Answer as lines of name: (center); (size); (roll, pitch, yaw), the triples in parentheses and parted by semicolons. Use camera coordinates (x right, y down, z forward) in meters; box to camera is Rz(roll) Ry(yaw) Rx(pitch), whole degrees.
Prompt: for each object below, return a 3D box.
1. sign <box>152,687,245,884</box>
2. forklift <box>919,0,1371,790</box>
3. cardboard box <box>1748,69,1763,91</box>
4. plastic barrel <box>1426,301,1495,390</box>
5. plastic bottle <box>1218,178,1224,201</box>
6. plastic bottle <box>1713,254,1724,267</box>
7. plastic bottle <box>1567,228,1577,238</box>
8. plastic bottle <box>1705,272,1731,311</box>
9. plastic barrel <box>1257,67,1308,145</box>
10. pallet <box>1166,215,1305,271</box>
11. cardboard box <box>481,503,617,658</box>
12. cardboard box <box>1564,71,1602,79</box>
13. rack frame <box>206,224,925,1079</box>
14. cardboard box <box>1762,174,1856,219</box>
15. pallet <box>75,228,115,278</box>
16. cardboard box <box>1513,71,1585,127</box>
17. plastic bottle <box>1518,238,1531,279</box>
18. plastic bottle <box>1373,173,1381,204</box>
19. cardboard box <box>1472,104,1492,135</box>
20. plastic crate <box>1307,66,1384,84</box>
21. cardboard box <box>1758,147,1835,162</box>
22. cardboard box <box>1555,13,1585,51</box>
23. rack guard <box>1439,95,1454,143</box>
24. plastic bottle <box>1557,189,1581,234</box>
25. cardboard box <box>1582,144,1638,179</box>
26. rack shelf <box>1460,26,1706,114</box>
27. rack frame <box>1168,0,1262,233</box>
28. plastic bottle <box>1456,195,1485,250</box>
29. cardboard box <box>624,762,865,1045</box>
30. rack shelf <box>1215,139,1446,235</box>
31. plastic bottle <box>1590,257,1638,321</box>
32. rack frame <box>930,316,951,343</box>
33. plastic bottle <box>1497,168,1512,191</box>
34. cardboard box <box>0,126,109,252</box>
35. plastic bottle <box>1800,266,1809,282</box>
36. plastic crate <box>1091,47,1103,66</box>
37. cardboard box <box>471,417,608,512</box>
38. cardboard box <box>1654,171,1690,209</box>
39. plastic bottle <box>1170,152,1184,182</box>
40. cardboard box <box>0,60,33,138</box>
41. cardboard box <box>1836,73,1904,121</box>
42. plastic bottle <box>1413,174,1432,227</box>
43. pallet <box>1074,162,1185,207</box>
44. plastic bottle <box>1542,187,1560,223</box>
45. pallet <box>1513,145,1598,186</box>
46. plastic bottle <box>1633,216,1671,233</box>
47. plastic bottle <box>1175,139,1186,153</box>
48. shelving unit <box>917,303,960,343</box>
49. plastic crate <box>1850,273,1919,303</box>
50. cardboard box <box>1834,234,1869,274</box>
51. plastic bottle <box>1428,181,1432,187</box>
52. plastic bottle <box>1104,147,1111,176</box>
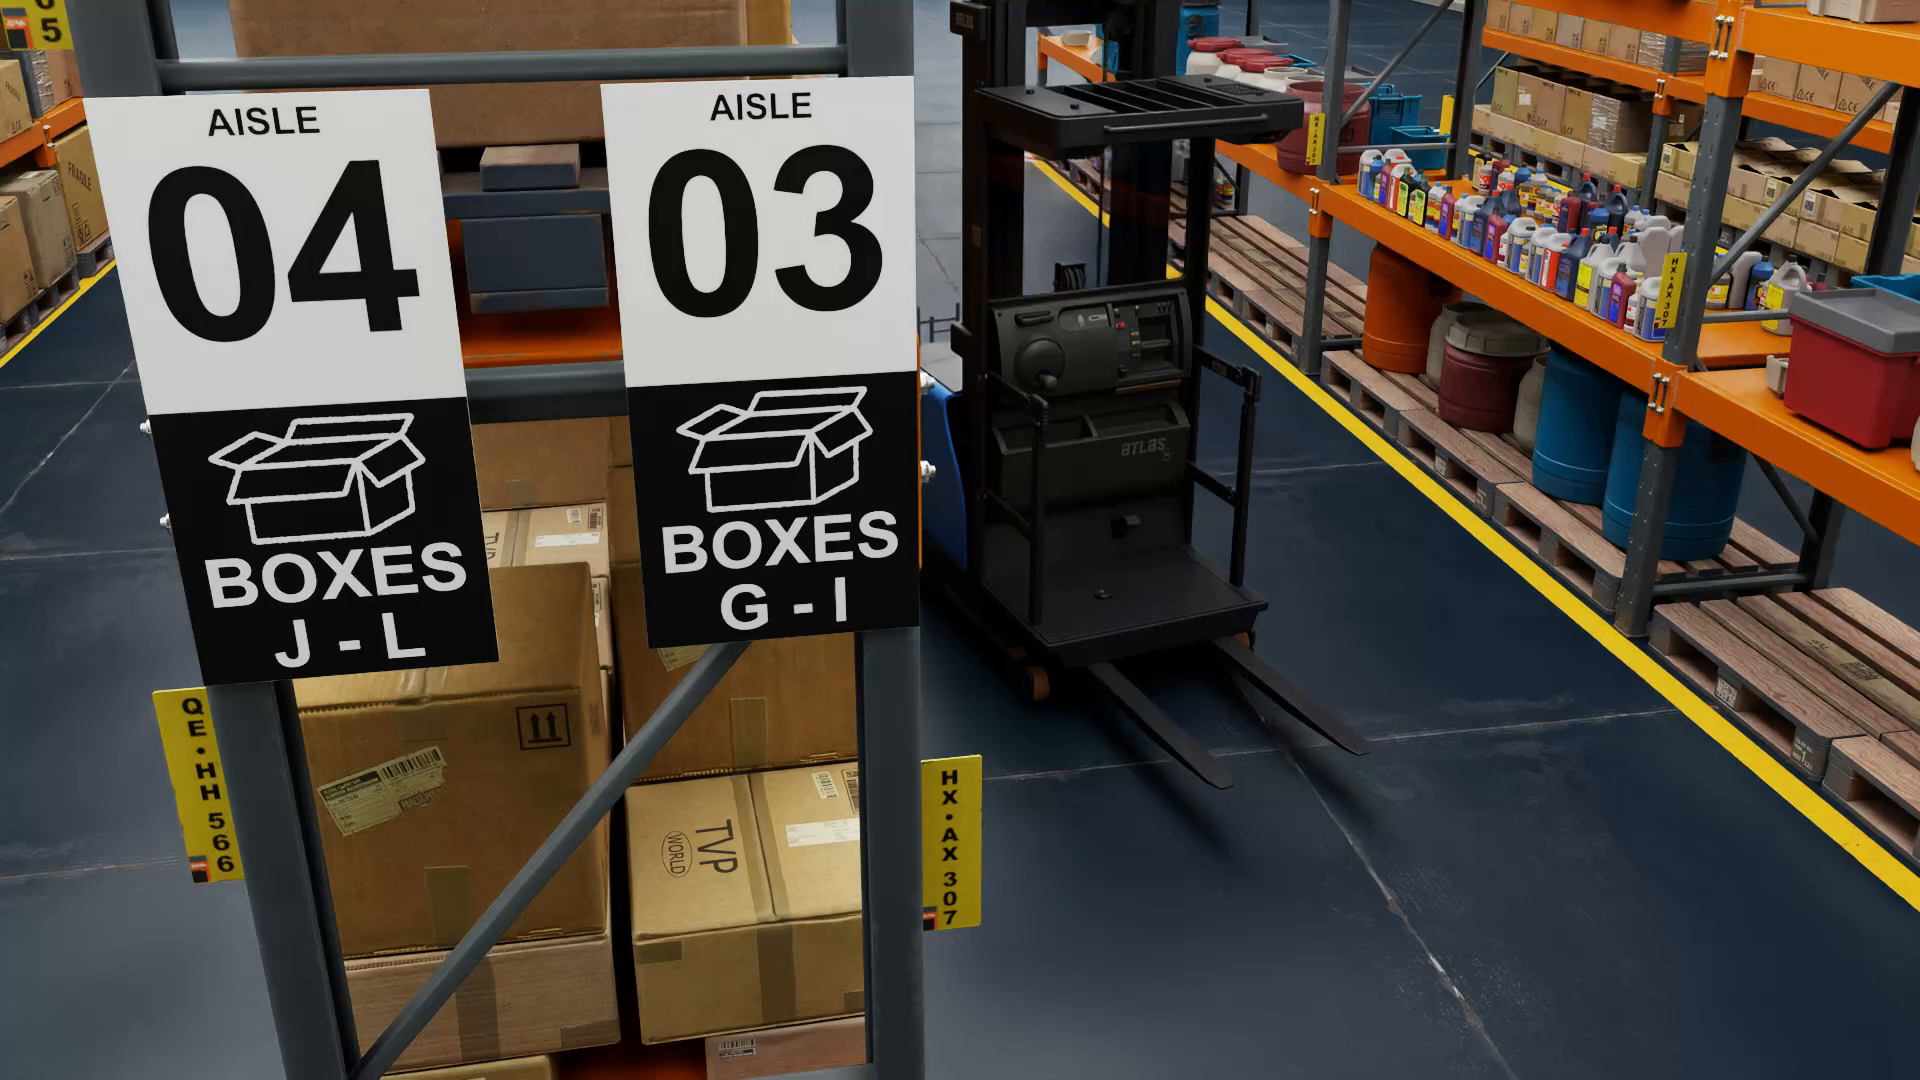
sign: (-1.097, 0.361, 2.433); (0.100, 0.325, 0.005); (-4, 24, -10)
forklift: (0.668, -0.836, 7.002); (1.130, 2.935, 3.031); (-10, 25, -21)
cardboard box: (6.919, -4.007, 14.492); (0.380, 0.149, 0.250); (-4, 24, -10)
plastic barrel: (3.126, -1.193, 10.318); (0.421, 0.512, 0.421); (0, 24, 0)
plastic bottle: (2.440, -3.238, 15.363); (0.097, 0.201, 0.097); (0, 24, 0)
plastic bottle: (3.775, -1.323, 8.281); (0.097, 0.201, 0.097); (0, 24, 0)
plastic bottle: (3.110, -1.458, 8.501); (0.097, 0.271, 0.097); (0, 24, 0)
plastic bottle: (3.669, -1.221, 8.046); (0.097, 0.201, 0.097); (0, 24, 0)
plastic barrel: (2.349, -3.153, 12.083); (0.421, 0.512, 0.421); (0, 24, 0)
pallet: (2.271, -2.537, 14.295); (1.003, 0.211, 1.213); (-4, 24, -10)
cardboard box: (-1.200, 0.123, 4.537); (0.500, 0.250, 0.500); (-4, 24, -10)
cardboard box: (6.807, -4.754, 17.862); (0.500, 0.500, 0.500); (-4, 24, -10)
rack frame: (-0.561, 0.966, 2.791); (1.000, 3.000, 0.127); (-4, 24, -10)
cardboard box: (7.073, -2.890, 13.829); (0.500, 0.311, 0.500); (-4, 24, -8)
pallet: (-7.737, -2.454, 14.105); (1.003, 0.211, 1.213); (-4, 24, -10)
cardboard box: (6.296, -4.716, 17.774); (0.500, 0.500, 0.500); (-4, 24, -10)
plastic bottle: (2.942, -1.453, 8.577); (0.097, 0.201, 0.097); (0, 24, 0)
plastic bottle: (2.602, -2.177, 10.234); (0.097, 0.201, 0.097); (0, 24, 0)
cardboard box: (6.097, -4.764, 18.822); (0.500, 0.250, 0.500); (-4, 24, -10)
plastic crate: (2.829, -3.235, 12.330); (0.402, 0.464, 0.583); (-4, 24, -10)
cardboard box: (7.415, -3.333, 14.844); (0.500, 0.311, 0.500); (-4, 24, -8)
cardboard box: (6.579, -5.312, 17.040); (0.700, 0.500, 0.500); (-4, 24, -8)
rack guard: (6.212, -4.923, 19.398); (1.175, 0.500, 0.348); (-4, 24, -10)
plastic bottle: (3.425, -1.834, 9.347); (0.061, 0.283, 0.133); (-4, 24, -10)
cardboard box: (6.573, -3.782, 16.573); (0.500, 0.250, 0.500); (-4, 24, -10)
rack shelf: (6.586, -4.943, 17.219); (1.077, 0.370, 4.000); (-4, 24, -10)
rack frame: (2.087, -4.121, 14.438); (1.000, 3.000, 0.127); (-4, 24, -10)
plastic bottle: (2.846, -1.751, 9.167); (0.152, 0.276, 0.135); (-4, 24, -10)
cardboard box: (-0.385, 0.689, 3.240); (0.500, 0.250, 0.500); (-5, 24, -11)
rack shelf: (2.457, -3.005, 12.781); (1.077, 0.370, 4.000); (-4, 24, -10)
plastic bottle: (3.109, -1.192, 7.887); (0.152, 0.276, 0.135); (-4, 24, -10)
rack frame: (-0.041, -0.584, 8.589); (0.240, 1.200, 0.006); (-10, 25, -21)
plastic bottle: (3.367, -2.192, 10.268); (0.097, 0.201, 0.097); (0, 24, 0)
cardboard box: (-7.721, -2.898, 13.769); (0.875, 0.875, 0.875); (-4, 24, -9)
plastic bottle: (3.893, -1.149, 7.779); (0.061, 0.283, 0.133); (-4, 24, -10)
plastic crate: (1.538, -4.620, 15.910); (0.530, 0.136, 0.437); (-4, 24, -10)
cardboard box: (-1.279, -0.413, 4.827); (0.500, 0.500, 0.500); (-5, 24, -11)
cardboard box: (6.787, -3.242, 15.335); (0.500, 0.250, 0.500); (-5, 24, -11)
plastic bottle: (2.091, -3.643, 16.197); (0.152, 0.276, 0.135); (-4, 24, -10)
cardboard box: (-7.314, -3.287, 12.404); (0.500, 0.500, 0.500); (-4, 24, -10)
cardboard box: (7.369, -3.617, 13.160); (0.500, 0.500, 0.500); (-6, 24, -13)
plastic bottle: (2.698, -1.971, 9.661); (0.061, 0.283, 0.133); (-4, 24, -10)
pallet: (1.775, -3.591, 16.709); (1.003, 0.211, 1.213); (-4, 24, -10)
plastic bottle: (3.475, -1.962, 9.742); (0.097, 0.201, 0.097); (0, 24, 0)
pallet: (6.621, -4.005, 17.656); (1.003, 0.211, 1.213); (-4, 24, -10)
plastic bottle: (3.641, -1.583, 8.782); (0.152, 0.276, 0.135); (-4, 24, -10)
plastic bottle: (2.198, -3.772, 16.398); (0.144, 0.351, 0.185); (-3, 24, -8)
shelving unit: (-0.077, -0.618, 8.666); (0.258, 1.200, 0.189); (-10, 25, -21)
plastic crate: (3.988, -0.836, 6.862); (0.392, 0.384, 0.575); (-4, 24, -10)
cardboard box: (7.260, -2.237, 13.034); (0.500, 0.250, 0.500); (-5, 24, -10)
plastic bottle: (2.794, -2.097, 10.052); (0.097, 0.201, 0.097); (0, 24, 0)
plastic bottle: (1.459, -3.735, 16.414); (0.097, 0.271, 0.097); (0, 24, 0)
